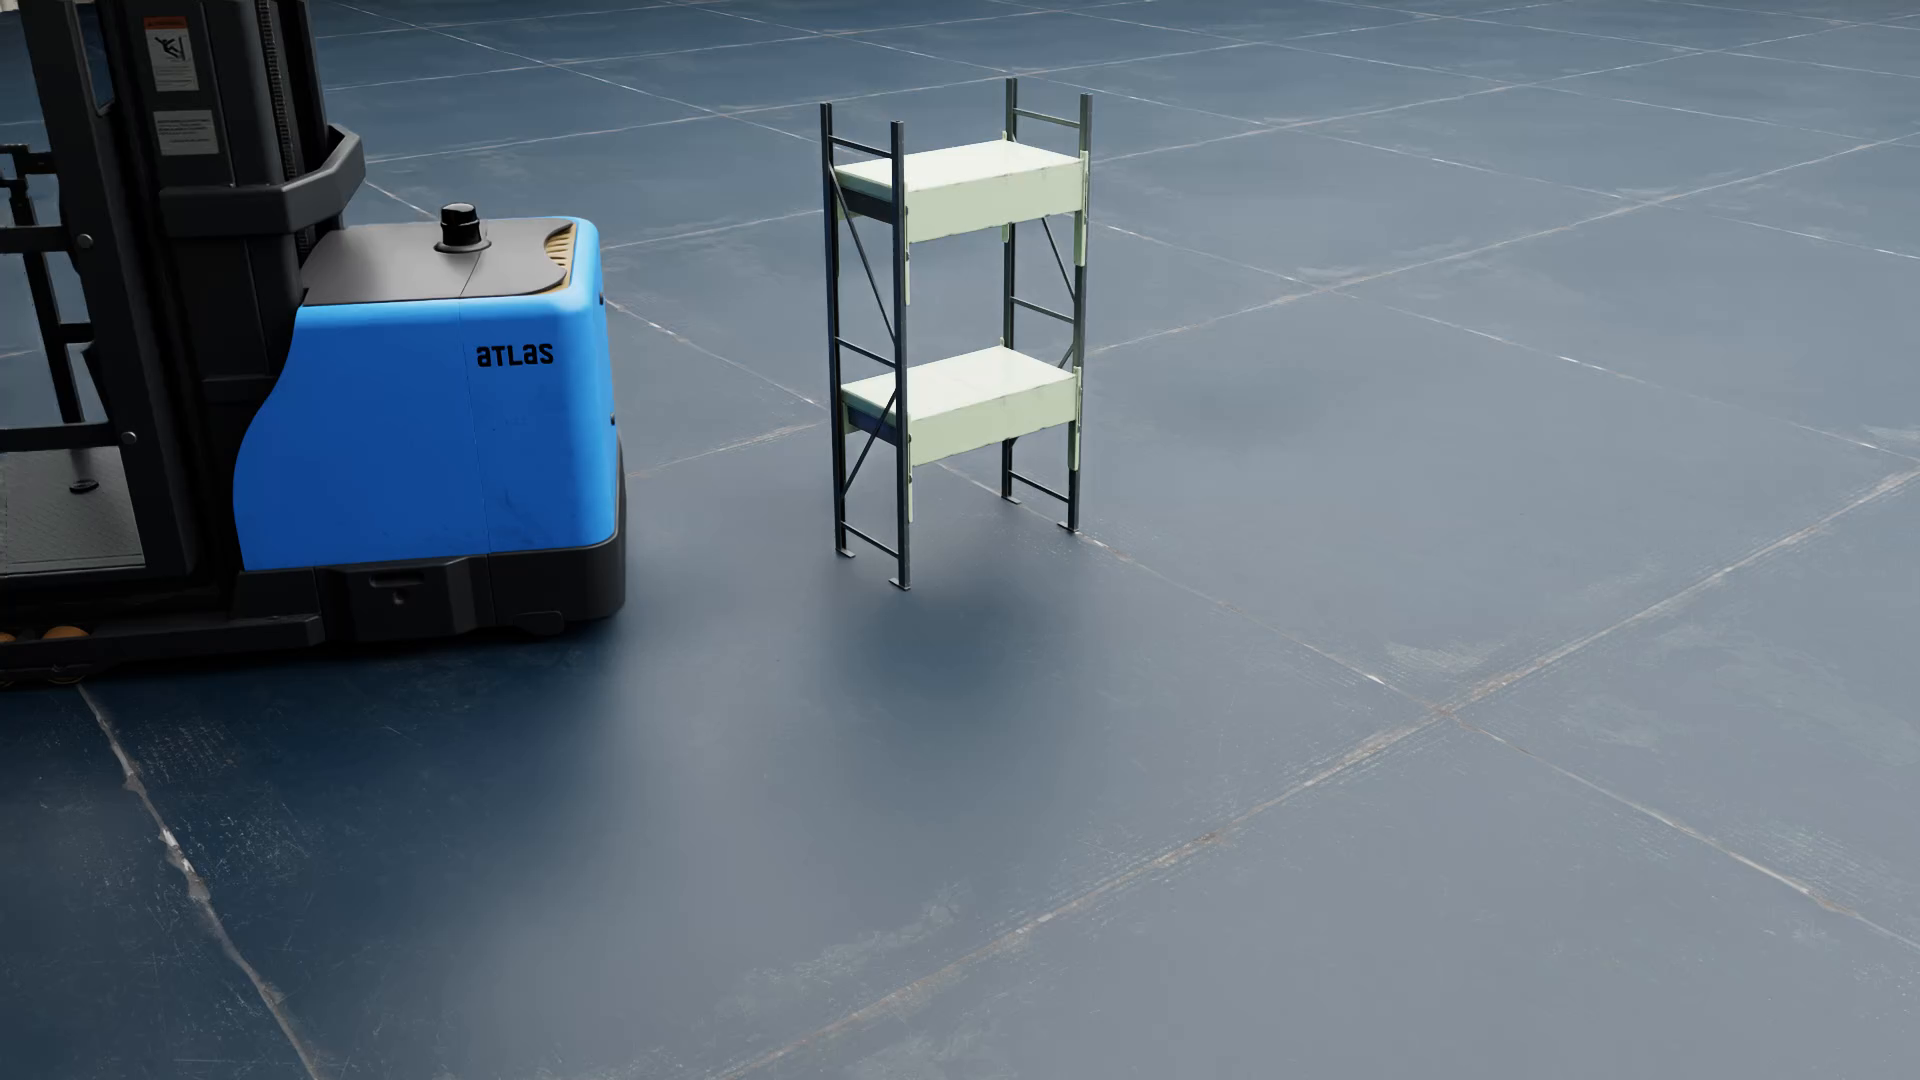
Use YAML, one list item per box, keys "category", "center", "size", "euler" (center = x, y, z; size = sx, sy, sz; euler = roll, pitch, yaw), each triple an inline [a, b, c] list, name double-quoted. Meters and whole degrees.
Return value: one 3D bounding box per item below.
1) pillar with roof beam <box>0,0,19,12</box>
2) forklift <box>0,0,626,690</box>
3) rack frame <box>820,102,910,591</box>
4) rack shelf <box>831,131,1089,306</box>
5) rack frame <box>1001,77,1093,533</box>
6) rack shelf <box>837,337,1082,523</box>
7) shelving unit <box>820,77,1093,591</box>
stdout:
- category: "pillar with roof beam"
  center: [-7.810, -8.521, 13.421]
  size: [0.400, 9.000, 9.100]
  euler: [-18, 31, -34]
- category: "forklift"
  center: [-2.607, -1.135, 4.715]
  size: [3.031, 2.935, 1.130]
  euler: [-4, 25, -9]
- category: "rack frame"
  center: [-0.293, -0.583, 5.226]
  size: [0.023, 1.500, 0.400]
  euler: [-18, 31, -34]
- category: "rack shelf"
  center: [-0.005, -1.033, 5.266]
  size: [0.720, 0.370, 0.431]
  euler: [-18, 31, -34]
- category: "rack frame"
  center: [0.283, -0.774, 5.635]
  size: [0.023, 1.500, 0.400]
  euler: [-18, 31, -34]
- category: "rack shelf"
  center: [-0.005, -0.383, 5.568]
  size: [0.720, 0.370, 0.431]
  euler: [-18, 31, -34]
- category: "shelving unit"
  center: [-0.005, -0.679, 5.431]
  size: [0.755, 1.500, 0.431]
  euler: [-18, 31, -34]
